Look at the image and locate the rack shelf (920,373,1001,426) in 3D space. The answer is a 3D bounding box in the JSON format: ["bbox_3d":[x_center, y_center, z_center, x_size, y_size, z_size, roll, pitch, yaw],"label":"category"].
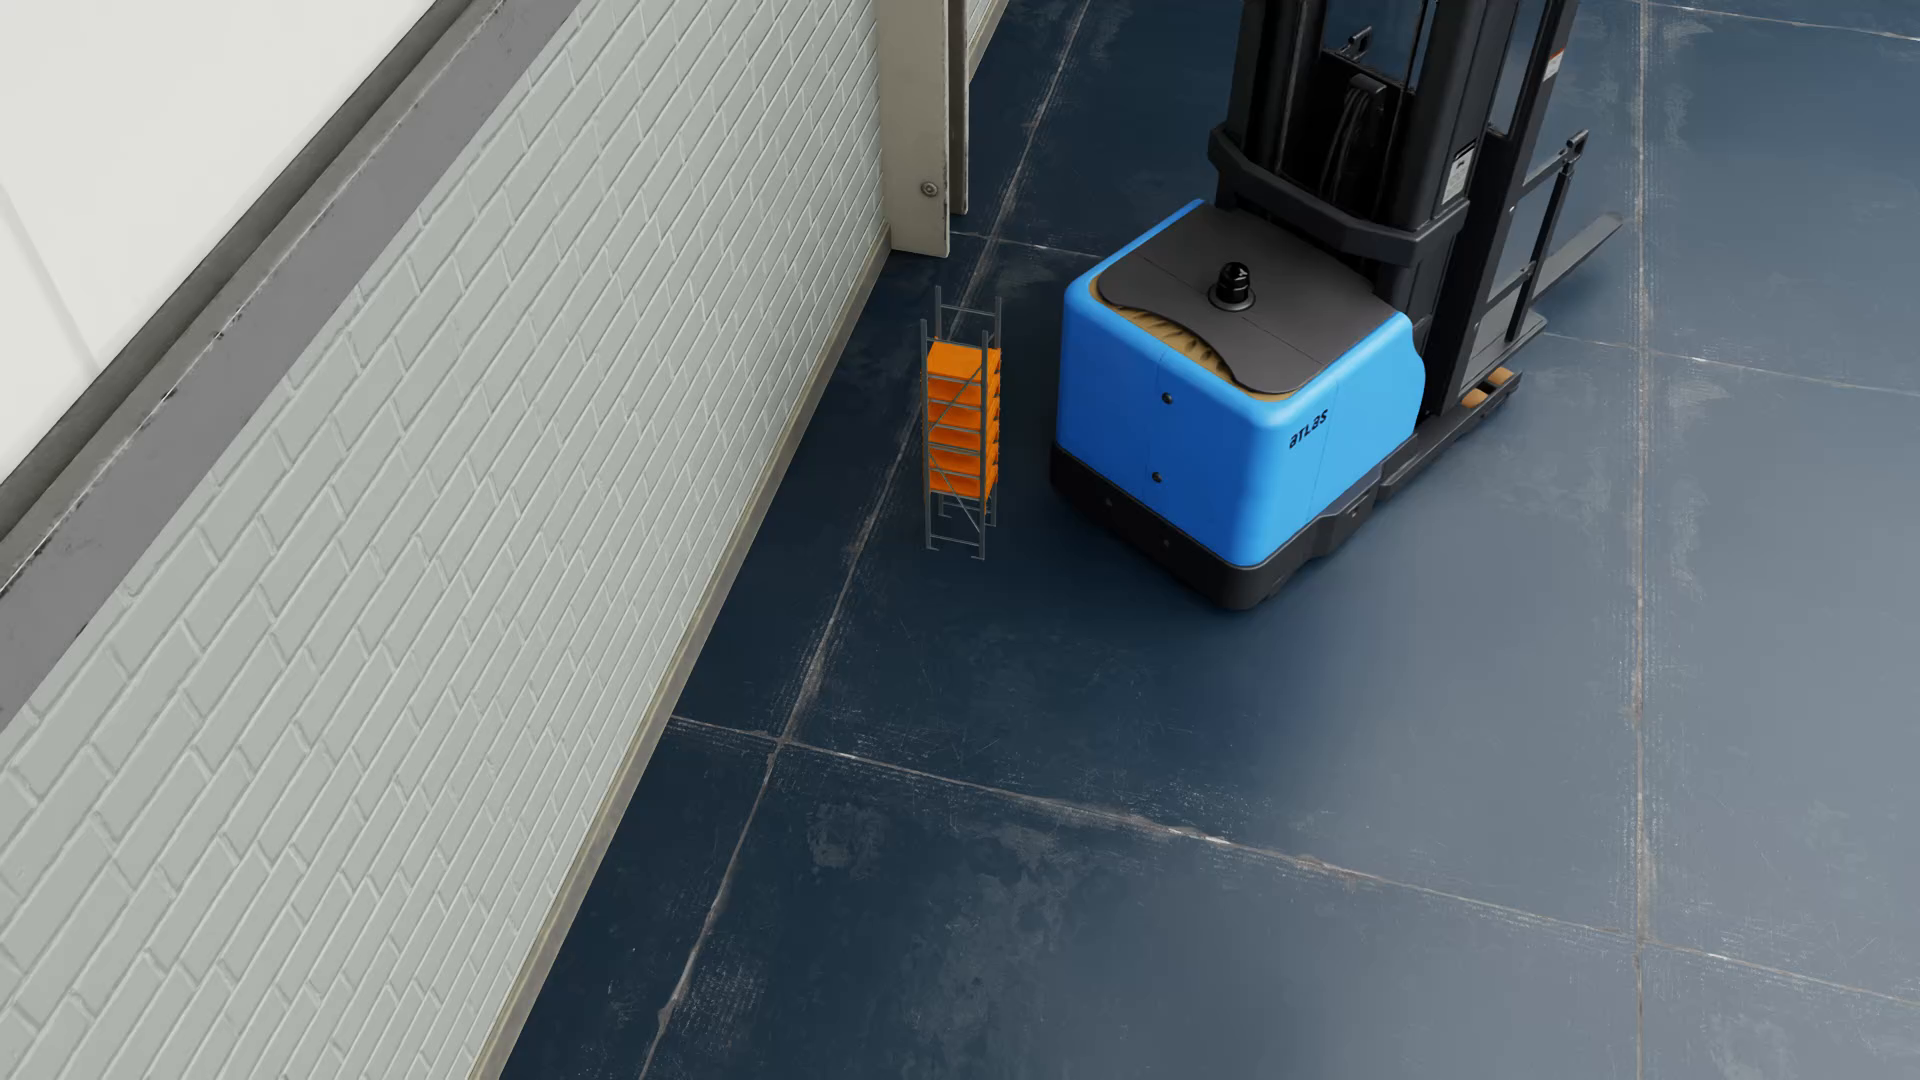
[{"bbox_3d":[0.004,-0.537,6.082,0.258,0.103,0.180,12,50,10],"label":"rack shelf"}]

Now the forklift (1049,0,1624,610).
[{"bbox_3d":[1.766,-1.699,6.213,3.031,2.935,1.130,-37,58,-28],"label":"forklift"}]

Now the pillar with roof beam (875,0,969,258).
[{"bbox_3d":[3.993,-3.632,3.872,9.100,9.000,0.400,12,50,10],"label":"pillar with roof beam"}]

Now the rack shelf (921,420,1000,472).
[{"bbox_3d":[0.004,-0.378,6.262,0.258,0.103,0.180,12,50,10],"label":"rack shelf"}]

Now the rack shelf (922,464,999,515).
[{"bbox_3d":[0.004,-0.219,6.442,0.258,0.103,0.180,12,50,10],"label":"rack shelf"}]

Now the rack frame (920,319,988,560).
[{"bbox_3d":[-0.020,-0.341,6.170,0.240,1.200,0.006,12,50,10],"label":"rack frame"}]

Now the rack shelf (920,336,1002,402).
[{"bbox_3d":[0.004,-0.616,5.992,0.258,0.103,0.180,12,50,10],"label":"rack shelf"}]

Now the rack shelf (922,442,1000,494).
[{"bbox_3d":[0.004,-0.299,6.352,0.258,0.103,0.180,12,50,10],"label":"rack shelf"}]

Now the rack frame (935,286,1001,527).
[{"bbox_3d":[0.028,-0.474,6.287,0.240,1.200,0.006,12,50,10],"label":"rack frame"}]

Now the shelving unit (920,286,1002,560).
[{"bbox_3d":[0.004,-0.407,6.228,0.258,1.200,0.189,12,50,10],"label":"shelving unit"}]

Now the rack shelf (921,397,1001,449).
[{"bbox_3d":[0.004,-0.458,6.172,0.258,0.103,0.180,12,50,10],"label":"rack shelf"}]
